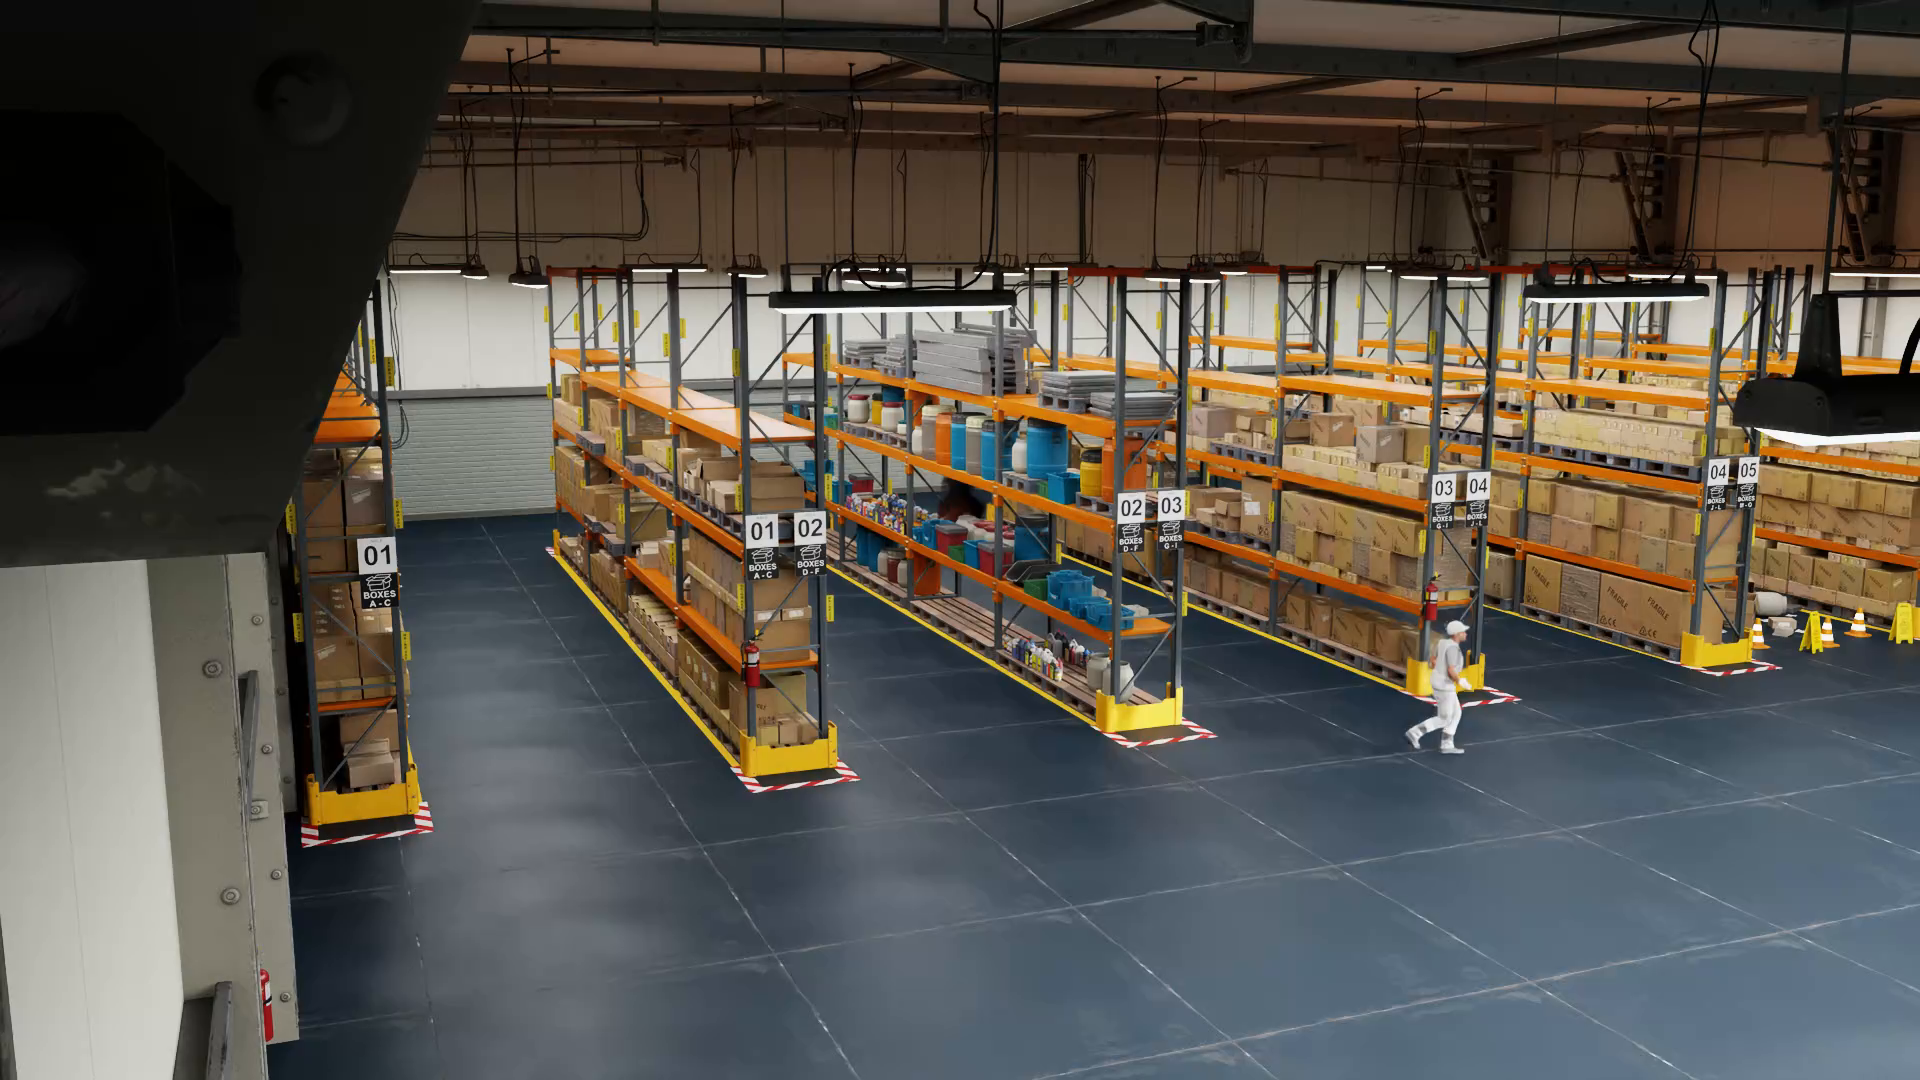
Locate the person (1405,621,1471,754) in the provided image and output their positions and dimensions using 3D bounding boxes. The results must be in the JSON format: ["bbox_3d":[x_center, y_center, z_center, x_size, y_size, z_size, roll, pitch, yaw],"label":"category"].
[{"bbox_3d":[6.029,1.865,20.990,0.780,1.736,0.660,1,10,4],"label":"person"}]
